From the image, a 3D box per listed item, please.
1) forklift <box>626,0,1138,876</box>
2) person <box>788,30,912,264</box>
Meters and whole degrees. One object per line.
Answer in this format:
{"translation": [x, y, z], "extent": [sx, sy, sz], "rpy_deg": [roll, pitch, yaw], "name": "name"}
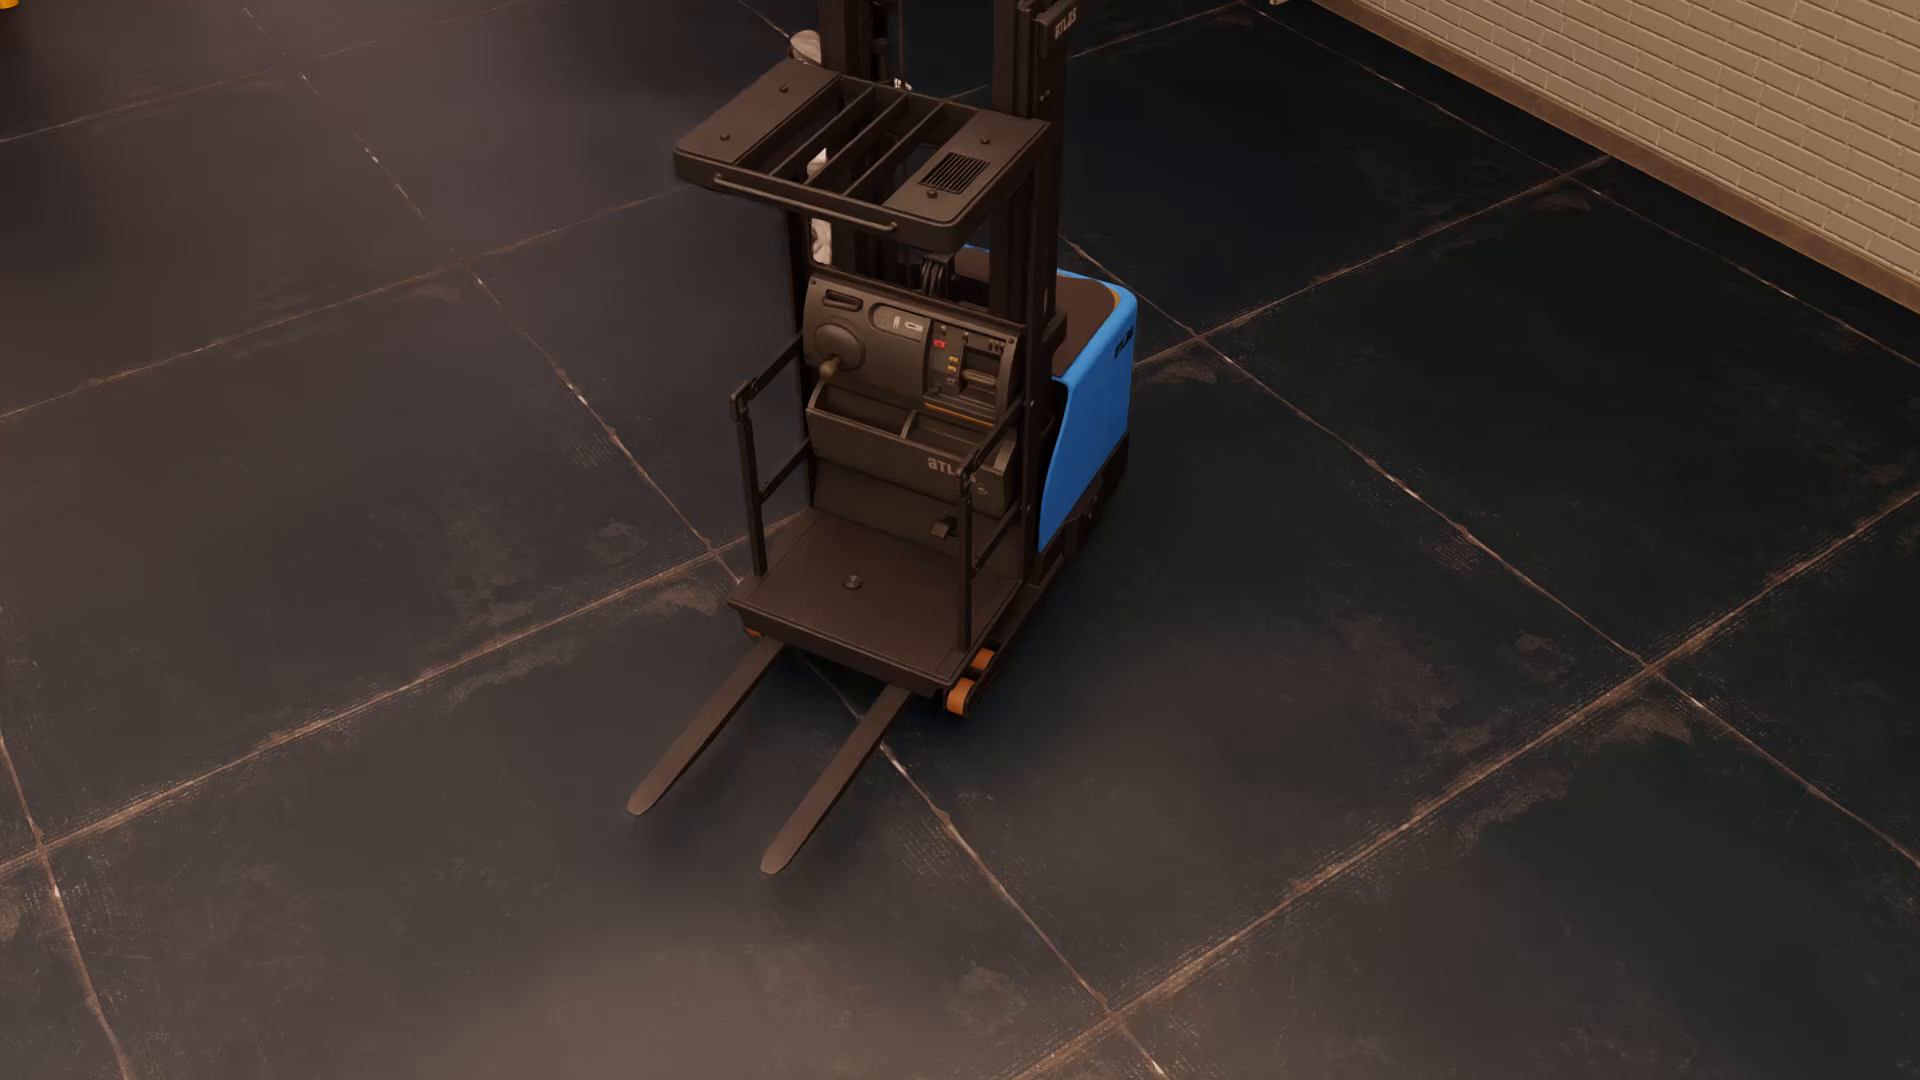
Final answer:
{"translation": [-0.302, -0.680, 6.453], "extent": [1.130, 2.935, 3.031], "rpy_deg": [19, 46, 20], "name": "forklift"}
{"translation": [-0.697, -2.068, 9.055], "extent": [0.655, 1.447, 1.115], "rpy_deg": [16, 45, 17], "name": "person"}
